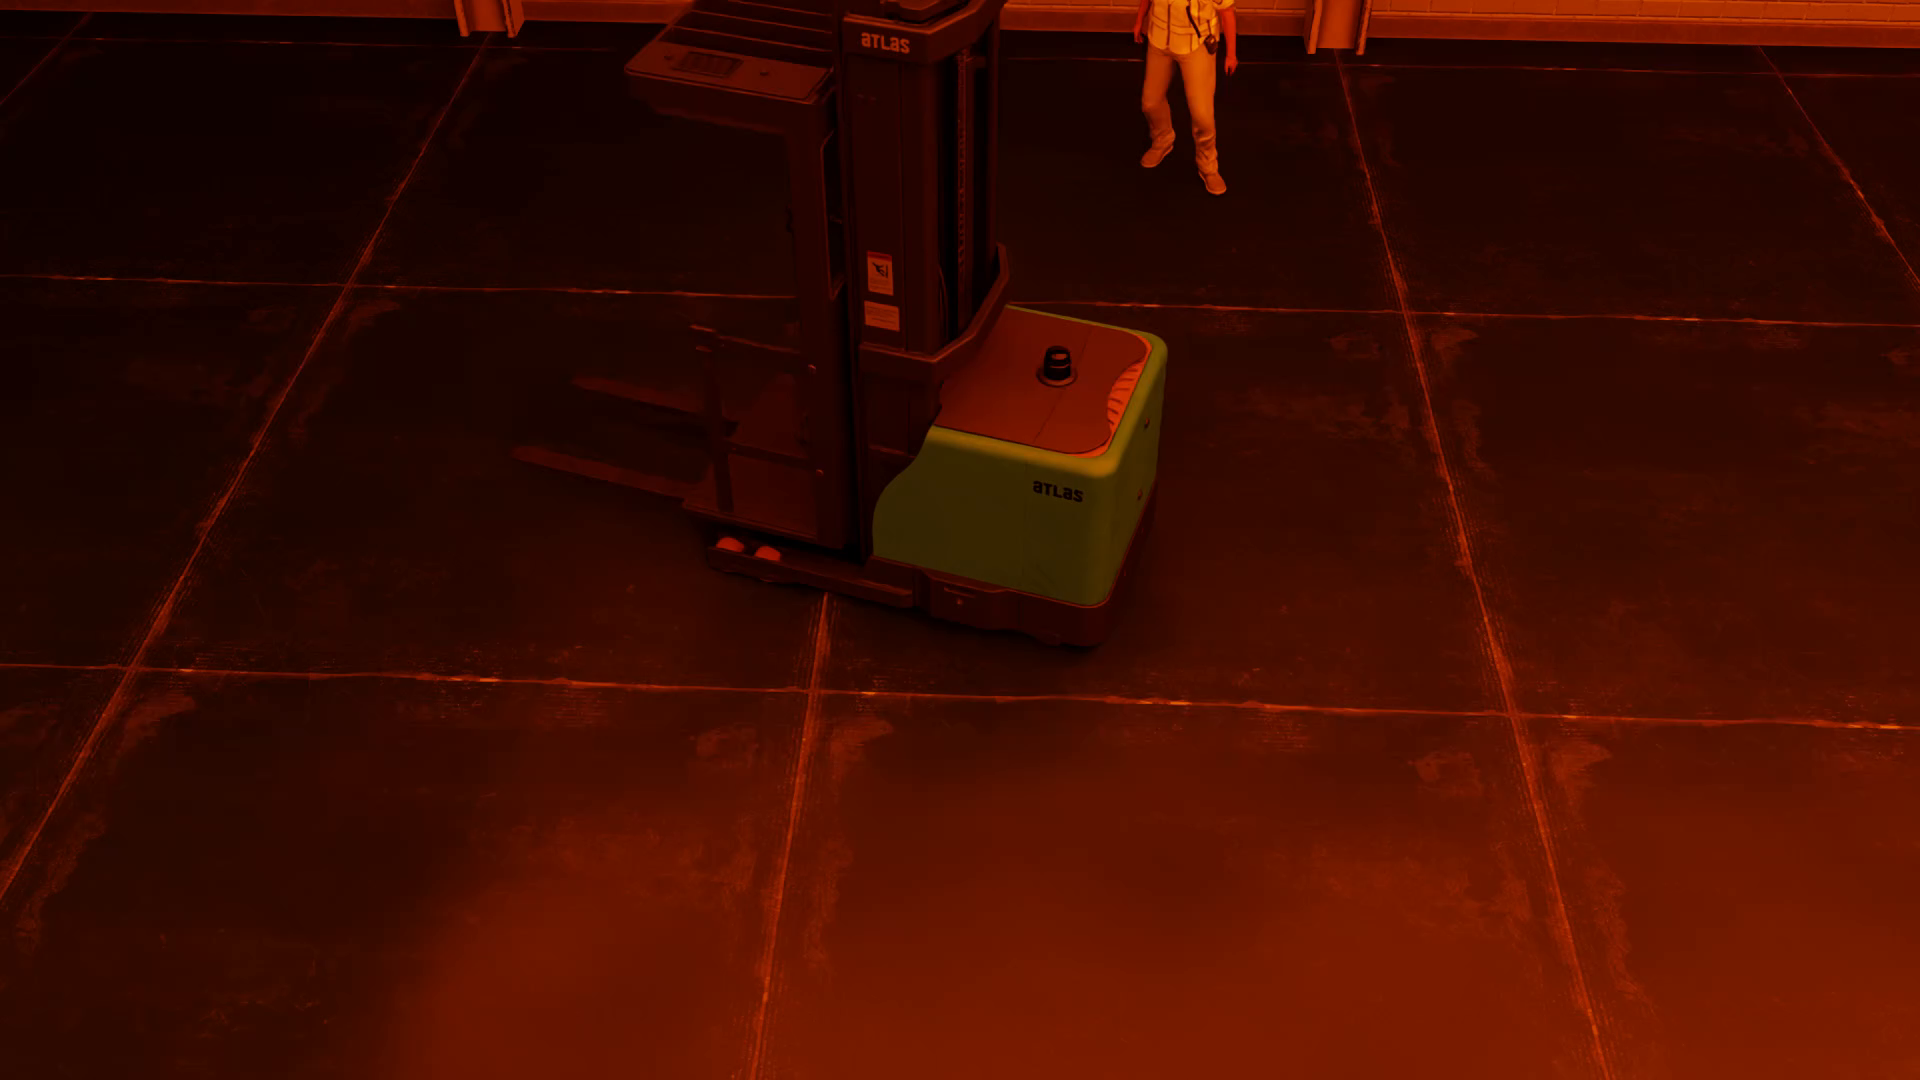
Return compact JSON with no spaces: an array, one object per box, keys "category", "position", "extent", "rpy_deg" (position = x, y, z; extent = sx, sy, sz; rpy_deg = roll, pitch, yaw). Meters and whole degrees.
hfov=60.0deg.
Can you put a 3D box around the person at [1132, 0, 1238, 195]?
[{"category":"person","position":[1.340,-2.924,9.923],"extent":[0.822,1.635,0.468],"rpy_deg":[25,48,25]}]

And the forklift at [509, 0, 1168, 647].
[{"category":"forklift","position":[-0.646,-1.210,7.067],"extent":[3.031,2.935,1.130],"rpy_deg":[13,44,14]}]
